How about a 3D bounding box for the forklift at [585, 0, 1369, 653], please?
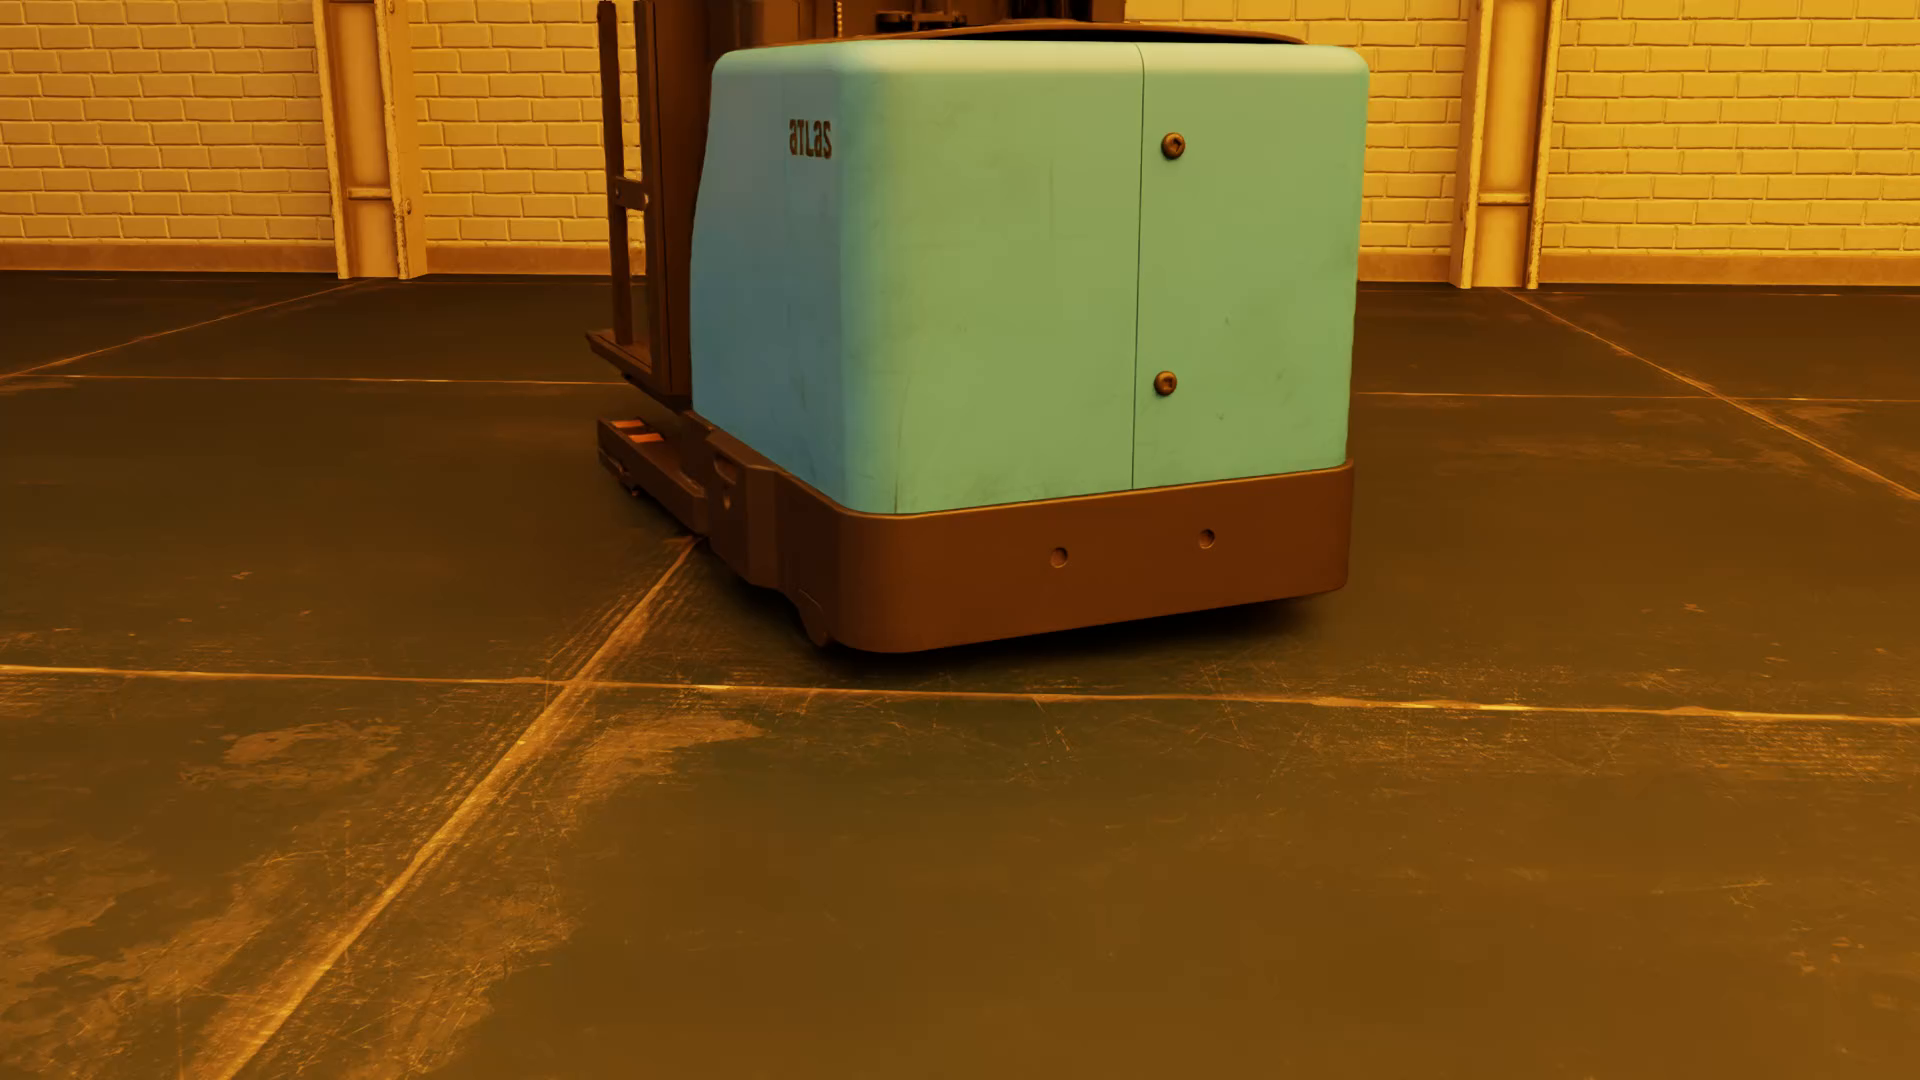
[{"bbox_3d":[-0.308,-1.561,3.969,1.130,2.935,3.031,-7,17,-23],"label":"forklift"}]
